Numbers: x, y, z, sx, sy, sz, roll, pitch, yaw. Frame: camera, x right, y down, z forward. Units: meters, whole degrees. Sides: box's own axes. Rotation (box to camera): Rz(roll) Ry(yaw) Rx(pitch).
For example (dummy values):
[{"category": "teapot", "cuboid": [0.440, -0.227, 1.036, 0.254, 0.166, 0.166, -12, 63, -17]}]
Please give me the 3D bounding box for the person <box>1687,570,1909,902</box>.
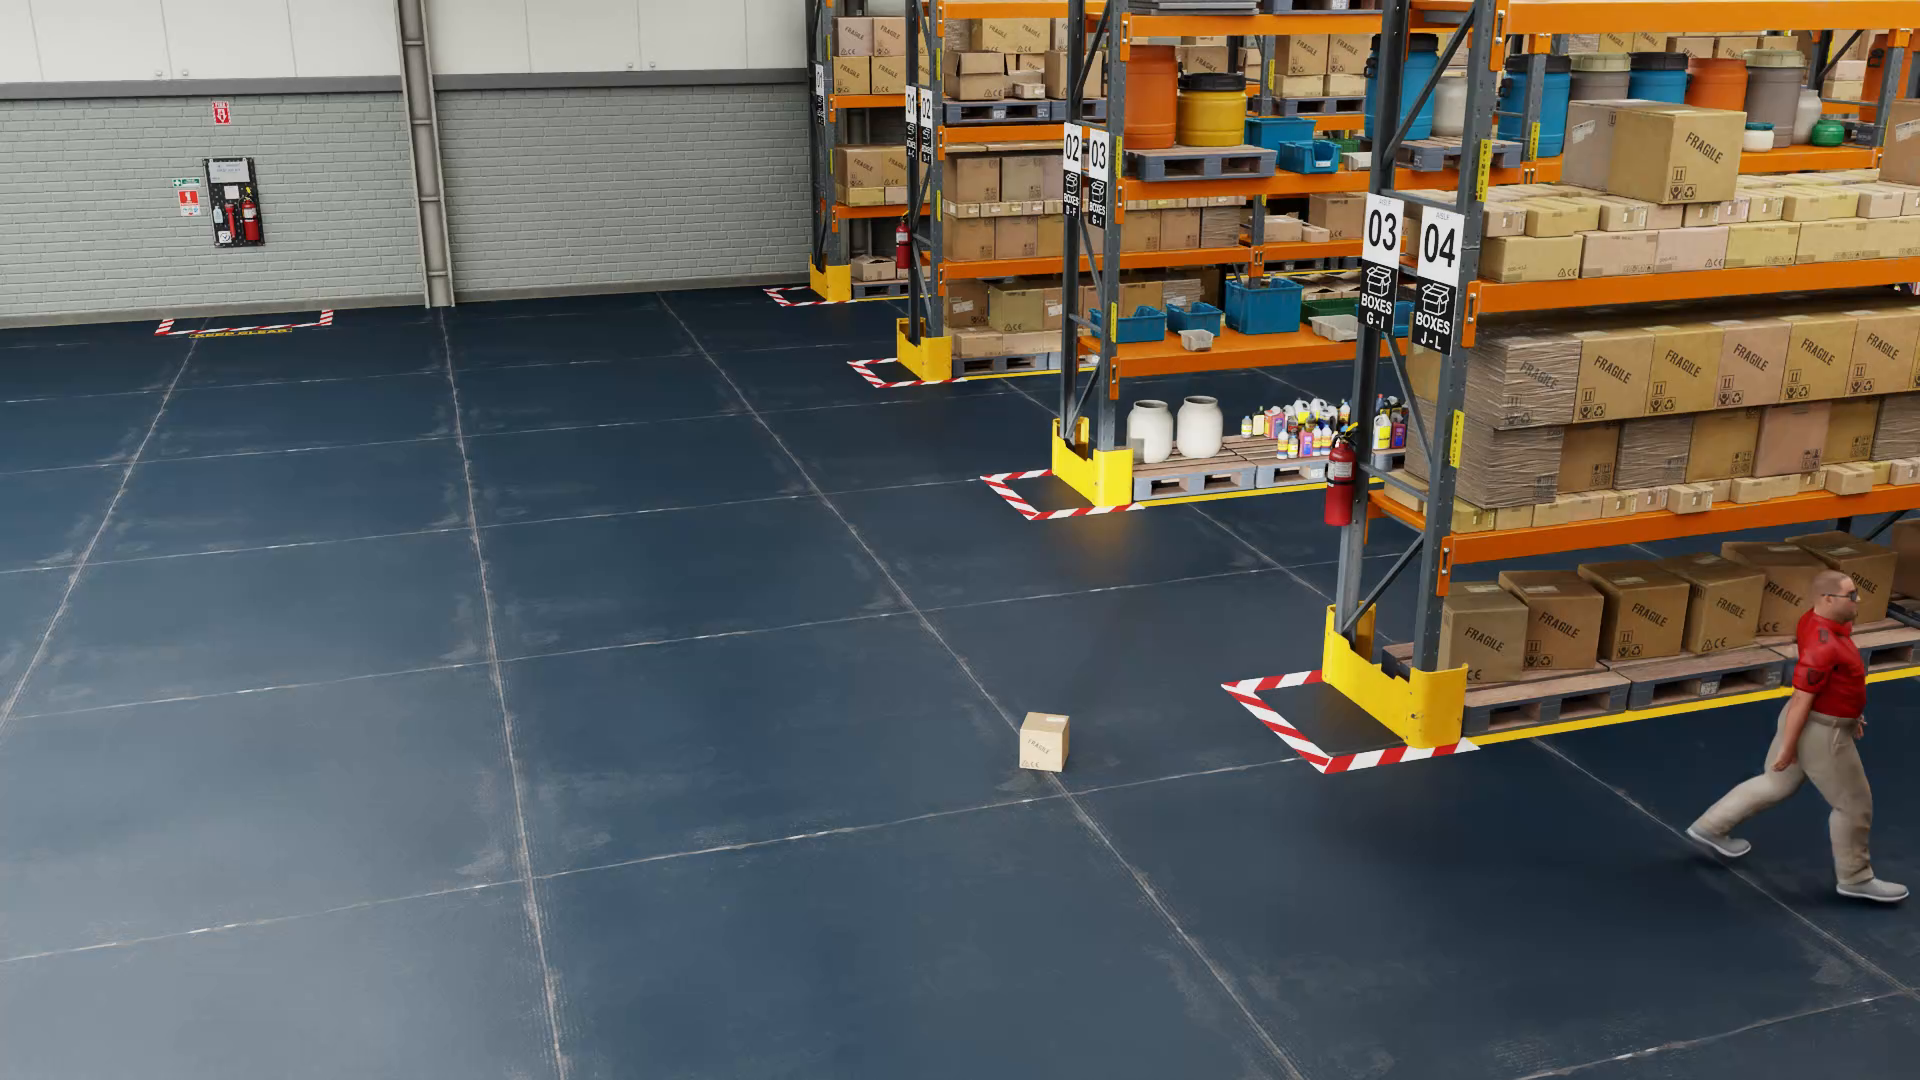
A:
[{"category": "person", "cuboid": [4.325, 0.949, 8.355, 1.014, 1.673, 0.532, 5, 20, 15]}]
